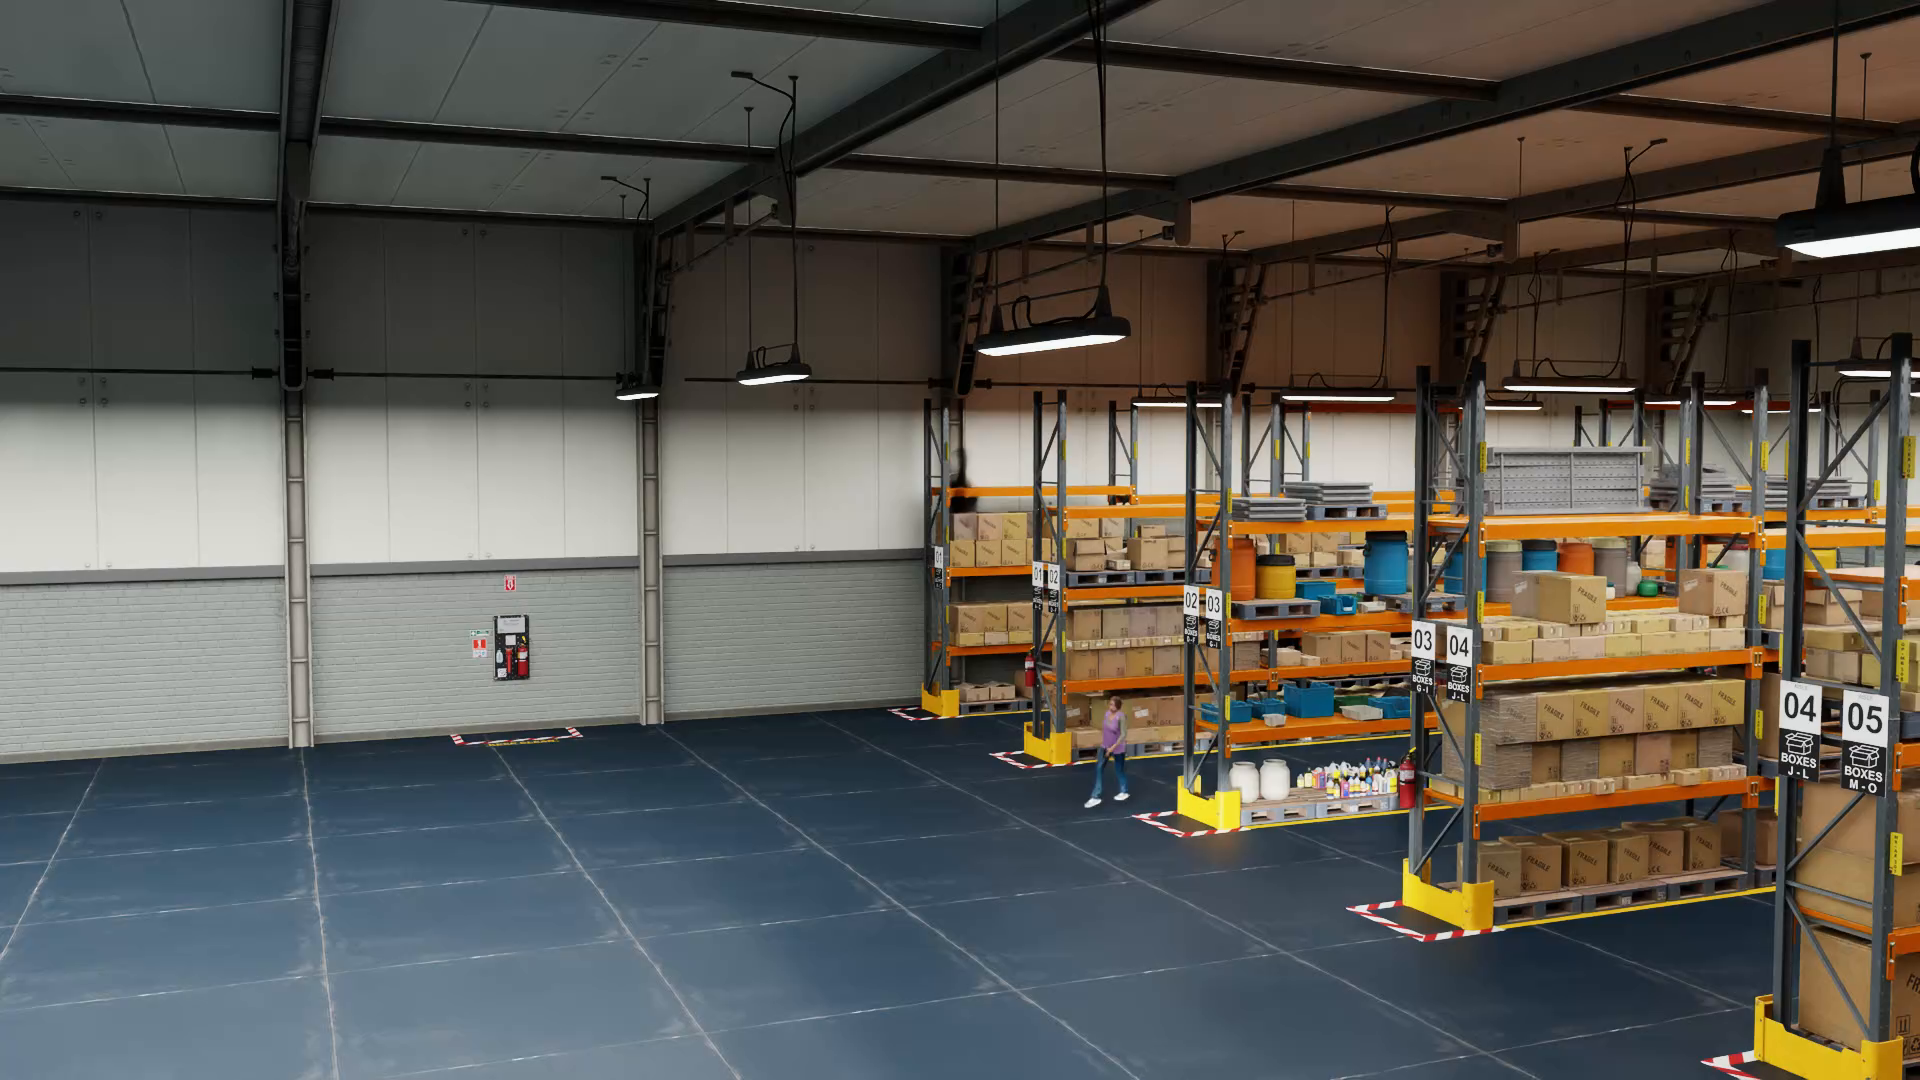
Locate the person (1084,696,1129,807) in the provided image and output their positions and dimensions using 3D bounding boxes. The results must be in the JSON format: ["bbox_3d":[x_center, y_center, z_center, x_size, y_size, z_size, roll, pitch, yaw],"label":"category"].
[{"bbox_3d":[2.167,2.969,23.515,0.500,1.559,0.830,3,4,38],"label":"person"}]
